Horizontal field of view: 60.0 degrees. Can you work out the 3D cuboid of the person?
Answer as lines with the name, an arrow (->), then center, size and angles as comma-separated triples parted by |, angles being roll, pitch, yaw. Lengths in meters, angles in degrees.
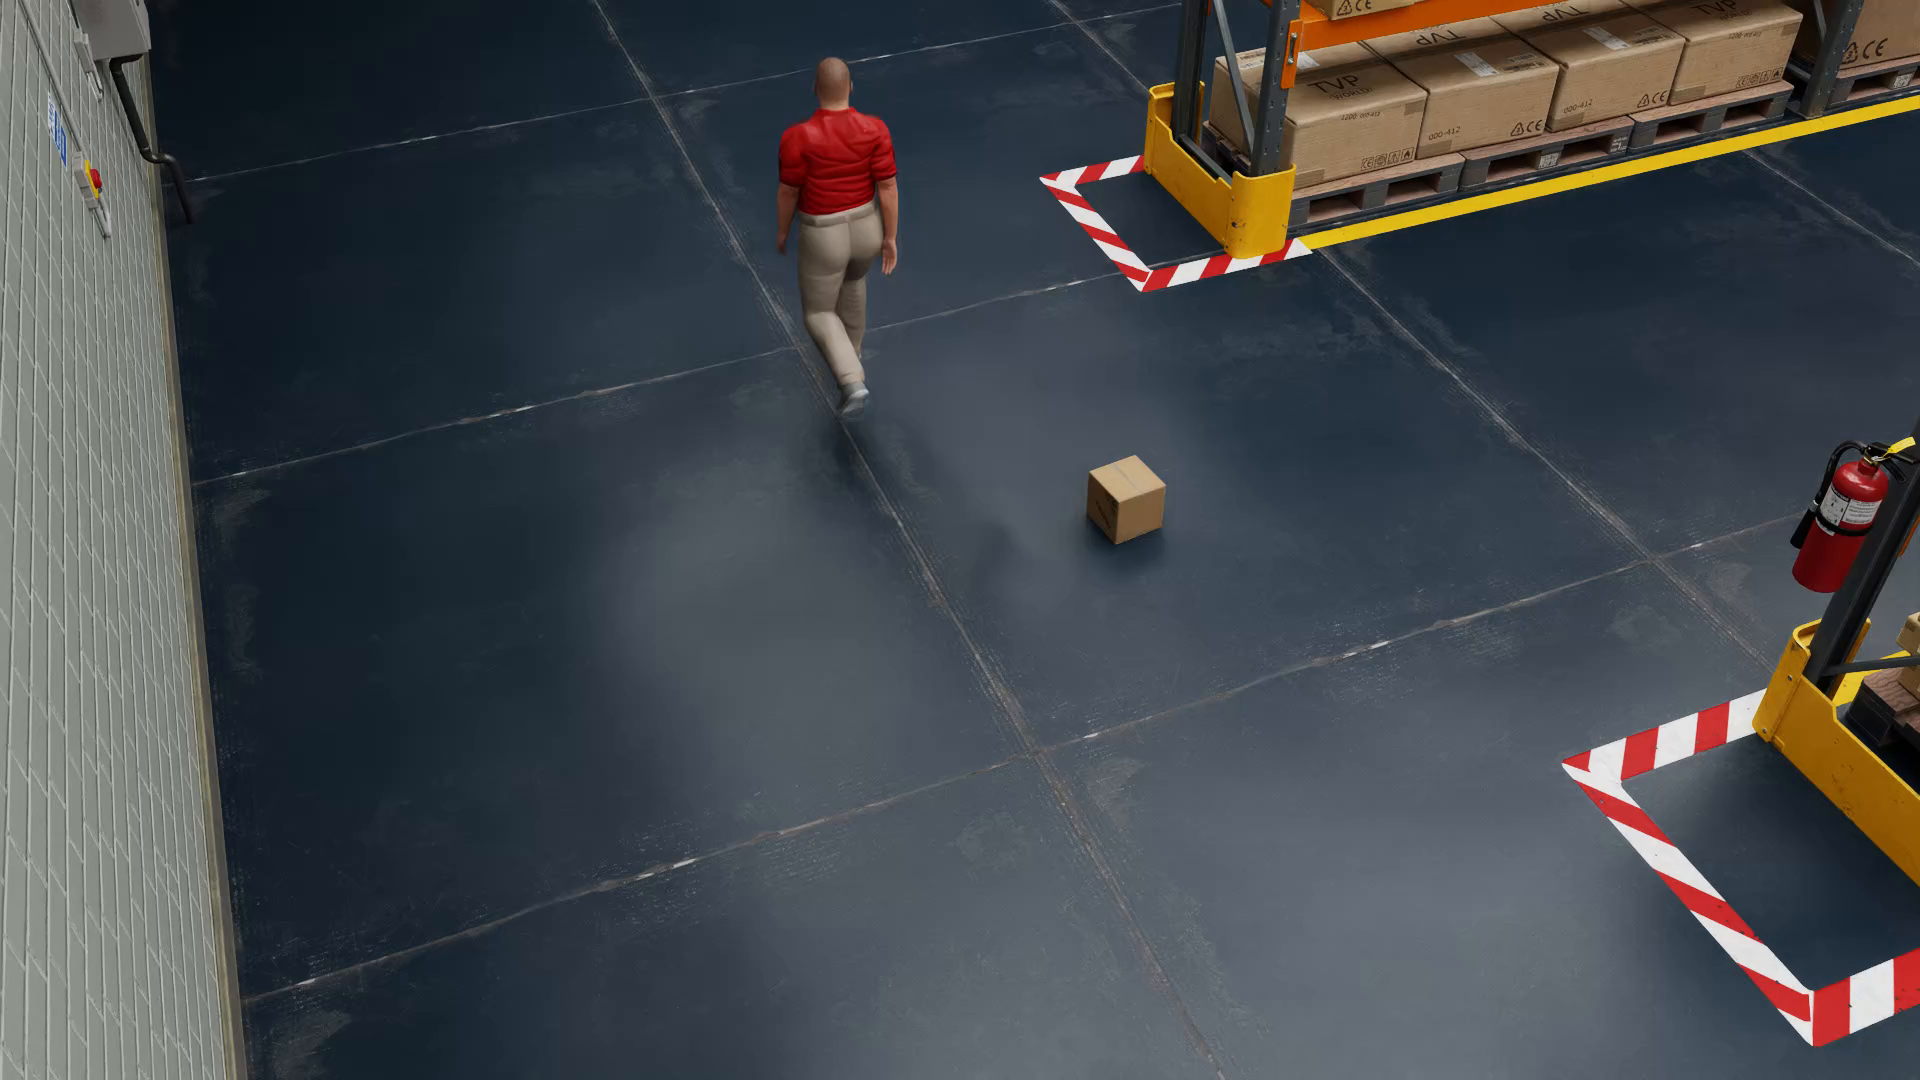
person -> -0.552, -1.416, 7.758 | 0.539, 1.682, 0.941 | -17, 44, -18
